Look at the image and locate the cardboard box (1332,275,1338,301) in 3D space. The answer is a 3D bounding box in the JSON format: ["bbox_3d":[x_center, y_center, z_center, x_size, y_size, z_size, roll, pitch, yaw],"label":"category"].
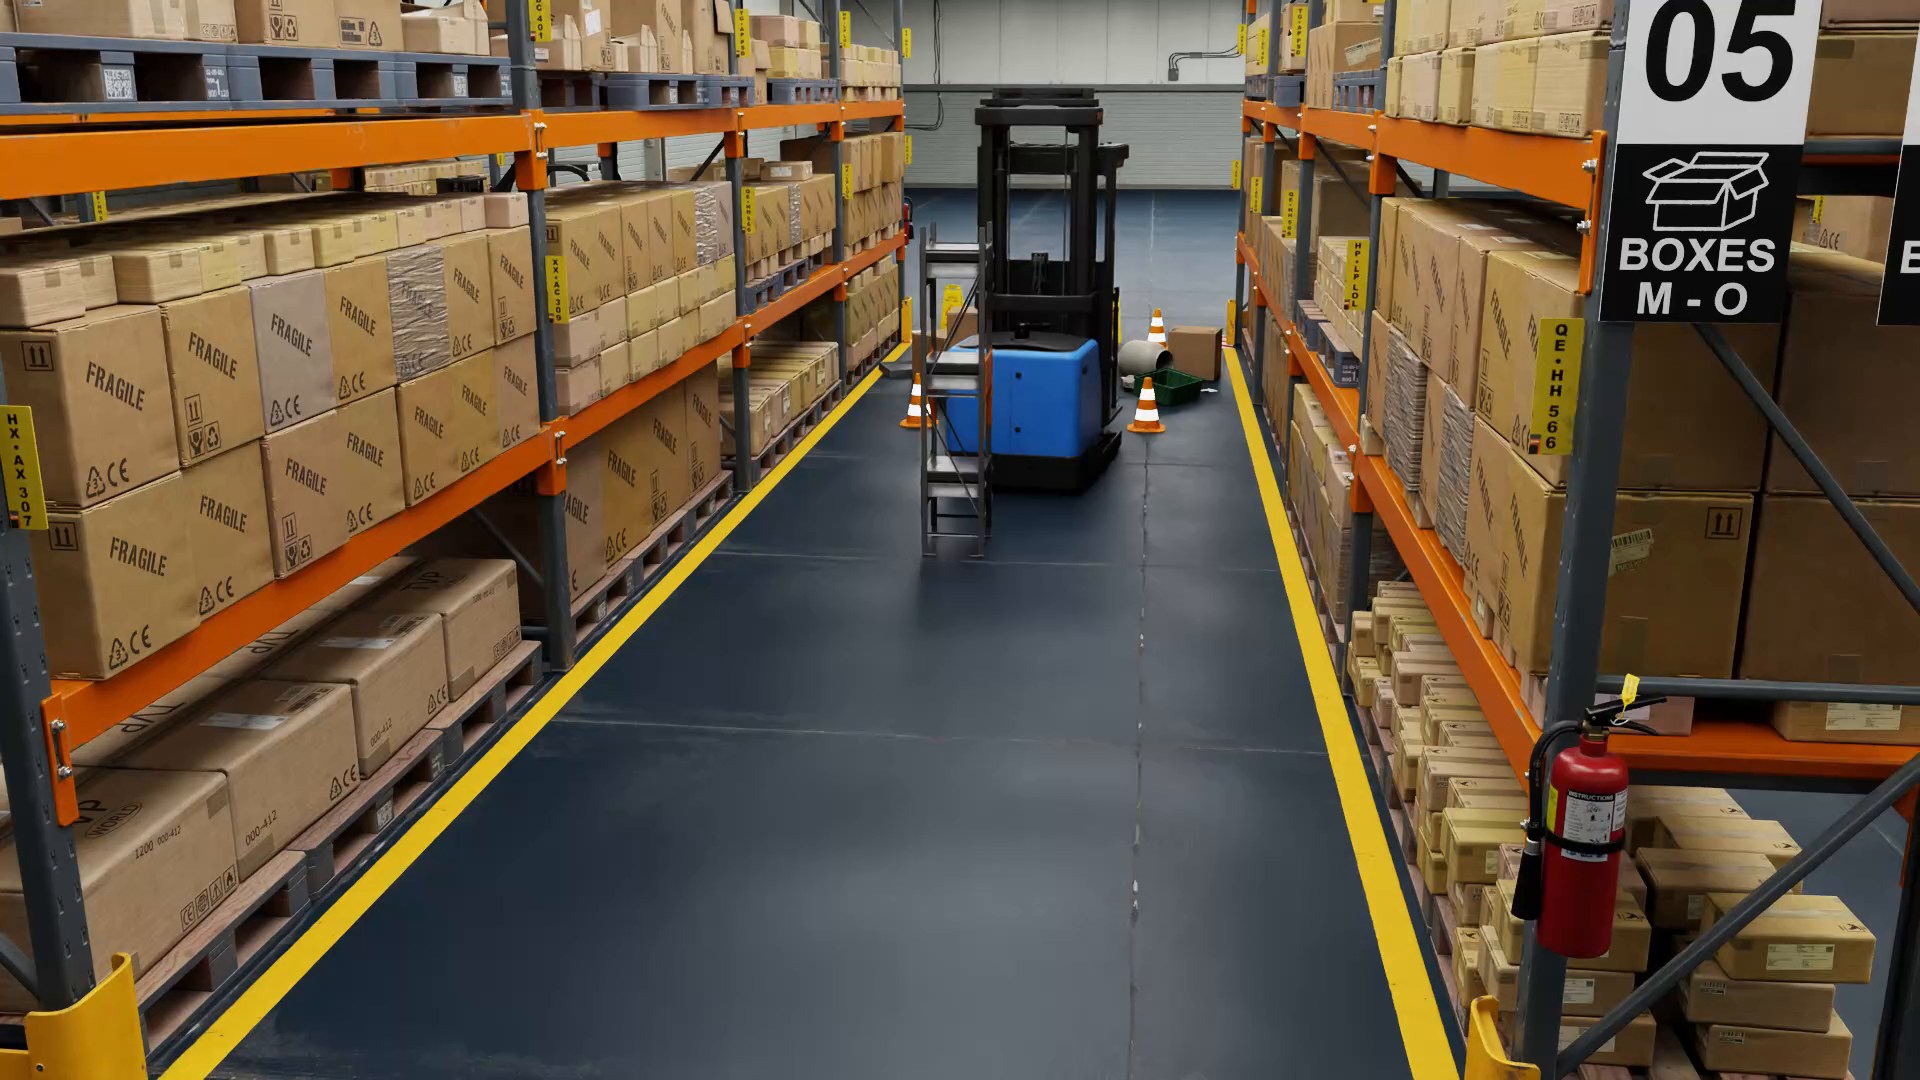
[{"bbox_3d":[2.492,-1.538,10.211,0.380,0.149,0.250,2,15,6],"label":"cardboard box"}]

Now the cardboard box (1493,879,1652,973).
[{"bbox_3d":[1.764,1.114,4.813,0.380,0.149,0.250,2,15,7],"label":"cardboard box"}]

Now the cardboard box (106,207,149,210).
[{"bbox_3d":[-7.149,-2.754,14.165,0.380,0.149,0.250,1,15,5],"label":"cardboard box"}]

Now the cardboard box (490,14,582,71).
[{"bbox_3d":[-2.118,-2.490,8.330,0.396,0.266,0.258,2,15,6],"label":"cardboard box"}]

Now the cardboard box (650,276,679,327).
[{"bbox_3d":[-2.023,-1.457,10.132,0.500,0.250,0.500,1,15,5],"label":"cardboard box"}]

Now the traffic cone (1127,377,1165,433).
[{"bbox_3d":[1.659,-1.212,14.757,0.336,0.463,0.334,2,15,6],"label":"traffic cone"}]

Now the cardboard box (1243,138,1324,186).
[{"bbox_3d":[3.681,-4.276,18.872,0.875,0.550,0.550,2,15,6],"label":"cardboard box"}]

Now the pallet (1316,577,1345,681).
[{"bbox_3d":[2.494,0.479,8.985,1.003,0.211,1.213,2,15,6],"label":"pallet"}]

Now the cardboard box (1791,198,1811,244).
[{"bbox_3d":[8.431,-3.003,15.759,0.875,0.500,0.500,2,15,6],"label":"cardboard box"}]

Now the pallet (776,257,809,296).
[{"bbox_3d":[-1.888,-2.244,14.082,1.003,0.211,1.213,2,15,6],"label":"pallet"}]

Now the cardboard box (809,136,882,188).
[{"bbox_3d":[-1.191,-3.903,17.172,0.700,0.500,0.500,1,15,5],"label":"cardboard box"}]

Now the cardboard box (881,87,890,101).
[{"bbox_3d":[-0.990,-4.989,18.602,0.380,0.149,0.250,2,15,8],"label":"cardboard box"}]

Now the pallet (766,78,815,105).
[{"bbox_3d":[-1.909,-3.791,14.047,1.213,0.211,1.003,2,15,6],"label":"pallet"}]

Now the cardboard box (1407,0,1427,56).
[{"bbox_3d":[2.054,-2.035,6.524,0.500,0.250,0.500,2,15,6],"label":"cardboard box"}]

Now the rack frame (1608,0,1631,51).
[{"bbox_3d":[1.956,-2.523,3.255,1.000,3.000,0.127,2,15,6],"label":"rack frame"}]

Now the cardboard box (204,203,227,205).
[{"bbox_3d":[-6.437,-2.868,14.586,0.380,0.149,0.250,1,15,5],"label":"cardboard box"}]

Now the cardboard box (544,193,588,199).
[{"bbox_3d":[-2.550,-1.839,10.108,0.500,0.500,0.500,2,15,7],"label":"cardboard box"}]

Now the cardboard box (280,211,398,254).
[{"bbox_3d":[-2.448,-1.210,6.539,0.380,0.149,0.250,1,15,5],"label":"cardboard box"}]

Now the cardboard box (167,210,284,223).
[{"bbox_3d":[-2.910,-1.222,6.583,0.380,0.149,0.250,2,15,6],"label":"cardboard box"}]

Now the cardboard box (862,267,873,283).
[{"bbox_3d":[-1.127,-2.789,17.513,0.380,0.149,0.250,3,15,9],"label":"cardboard box"}]

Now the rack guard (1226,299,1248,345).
[{"bbox_3d":[3.764,-2.577,19.734,1.175,0.500,0.348,2,15,6],"label":"rack guard"}]

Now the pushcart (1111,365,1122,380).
[{"bbox_3d":[0.652,-1.539,16.132,1.648,0.377,0.936,-4,16,-13],"label":"pushcart"}]

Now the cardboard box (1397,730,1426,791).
[{"bbox_3d":[1.886,0.849,6.361,0.380,0.149,0.250,2,15,7],"label":"cardboard box"}]

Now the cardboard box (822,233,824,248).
[{"bbox_3d":[-1.450,-2.731,15.193,0.380,0.149,0.250,1,15,5],"label":"cardboard box"}]

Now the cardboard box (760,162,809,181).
[{"bbox_3d":[-1.520,-3.190,14.403,0.380,0.149,0.250,1,15,4],"label":"cardboard box"}]

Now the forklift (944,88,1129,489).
[{"bbox_3d":[0.736,-2.131,13.429,1.130,2.935,3.031,4,16,14],"label":"forklift"}]

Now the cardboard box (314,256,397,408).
[{"bbox_3d":[-2.479,-0.791,6.235,0.500,0.500,0.500,2,15,6],"label":"cardboard box"}]

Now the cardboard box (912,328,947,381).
[{"bbox_3d":[-0.146,-1.892,17.196,0.500,0.500,0.500,-14,20,-42],"label":"cardboard box"}]

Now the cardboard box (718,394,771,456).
[{"bbox_3d":[-1.997,-0.902,12.982,0.950,0.372,0.625,1,15,2],"label":"cardboard box"}]

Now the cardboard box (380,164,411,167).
[{"bbox_3d":[-6.477,-4.198,18.935,0.380,0.149,0.250,2,15,8],"label":"cardboard box"}]

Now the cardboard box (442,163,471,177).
[{"bbox_3d":[-5.931,-4.314,19.367,0.380,0.149,0.250,2,15,8],"label":"cardboard box"}]

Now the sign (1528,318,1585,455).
[{"bbox_3d":[1.407,-0.361,3.925,0.100,0.325,0.005,2,15,6],"label":"sign"}]

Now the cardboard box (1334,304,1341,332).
[{"bbox_3d":[2.460,-1.330,10.010,0.380,0.149,0.250,2,15,7],"label":"cardboard box"}]

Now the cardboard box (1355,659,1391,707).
[{"bbox_3d":[2.017,0.663,7.622,0.380,0.149,0.250,2,15,8],"label":"cardboard box"}]

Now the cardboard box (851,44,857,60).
[{"bbox_3d":[-1.220,-4.780,16.299,0.380,0.149,0.250,1,15,4],"label":"cardboard box"}]

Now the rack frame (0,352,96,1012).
[{"bbox_3d":[-2.977,0.253,4.480,0.949,2.616,0.053,2,15,6],"label":"rack frame"}]

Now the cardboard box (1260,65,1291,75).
[{"bbox_3d":[3.090,-4.554,15.995,0.380,0.149,0.250,2,15,7],"label":"cardboard box"}]

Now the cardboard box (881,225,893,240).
[{"bbox_3d":[-0.965,-3.470,18.729,0.380,0.149,0.250,2,15,7],"label":"cardboard box"}]

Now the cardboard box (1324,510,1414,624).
[{"bbox_3d":[2.241,0.140,8.883,0.500,0.500,0.500,1,15,5],"label":"cardboard box"}]

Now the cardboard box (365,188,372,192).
[{"bbox_3d":[-6.227,-3.508,16.955,0.380,0.149,0.250,2,15,8],"label":"cardboard box"}]

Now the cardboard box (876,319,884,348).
[{"bbox_3d":[-1.112,-2.285,18.328,0.500,0.250,0.500,1,15,4],"label":"cardboard box"}]

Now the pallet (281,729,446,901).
[{"bbox_3d":[-2.821,1.074,6.786,1.003,0.211,1.213,2,15,6],"label":"pallet"}]

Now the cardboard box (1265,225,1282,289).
[{"bbox_3d":[2.868,-2.399,14.096,0.500,0.500,0.500,2,15,6],"label":"cardboard box"}]

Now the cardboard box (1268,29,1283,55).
[{"bbox_3d":[3.111,-4.645,15.569,0.500,0.250,0.500,2,15,6],"label":"cardboard box"}]

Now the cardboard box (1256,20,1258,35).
[{"bbox_3d":[3.206,-5.201,16.859,0.380,0.149,0.250,2,15,7],"label":"cardboard box"}]

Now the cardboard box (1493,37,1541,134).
[{"bbox_3d":[1.795,-1.261,4.621,0.500,0.250,0.500,2,15,6],"label":"cardboard box"}]

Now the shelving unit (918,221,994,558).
[{"bbox_3d":[-0.019,-0.971,10.729,0.431,2.100,0.503,2,15,6],"label":"shelving unit"}]

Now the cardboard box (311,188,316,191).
[{"bbox_3d":[-6.777,-3.523,17.010,0.380,0.149,0.250,1,15,5],"label":"cardboard box"}]

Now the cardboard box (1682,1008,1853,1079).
[{"bbox_3d":[2.334,1.420,4.823,0.380,0.149,0.250,2,15,7],"label":"cardboard box"}]

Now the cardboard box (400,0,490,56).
[{"bbox_3d":[-2.276,-2.244,7.227,0.396,0.266,0.258,2,15,8],"label":"cardboard box"}]

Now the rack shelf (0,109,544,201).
[{"bbox_3d":[-2.748,-1.366,6.101,1.077,0.370,4.000,2,15,6],"label":"rack shelf"}]

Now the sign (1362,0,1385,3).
[{"bbox_3d":[1.856,-2.568,7.421,0.100,0.325,0.005,2,15,6],"label":"sign"}]

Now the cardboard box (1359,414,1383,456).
[{"bbox_3d":[2.051,-0.480,7.671,0.380,0.149,0.250,2,15,8],"label":"cardboard box"}]

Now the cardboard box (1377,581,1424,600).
[{"bbox_3d":[2.163,0.305,7.806,0.380,0.149,0.250,2,15,9],"label":"cardboard box"}]

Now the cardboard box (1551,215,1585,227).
[{"bbox_3d":[2.499,-0.943,6.226,0.500,0.500,0.500,2,15,8],"label":"cardboard box"}]
